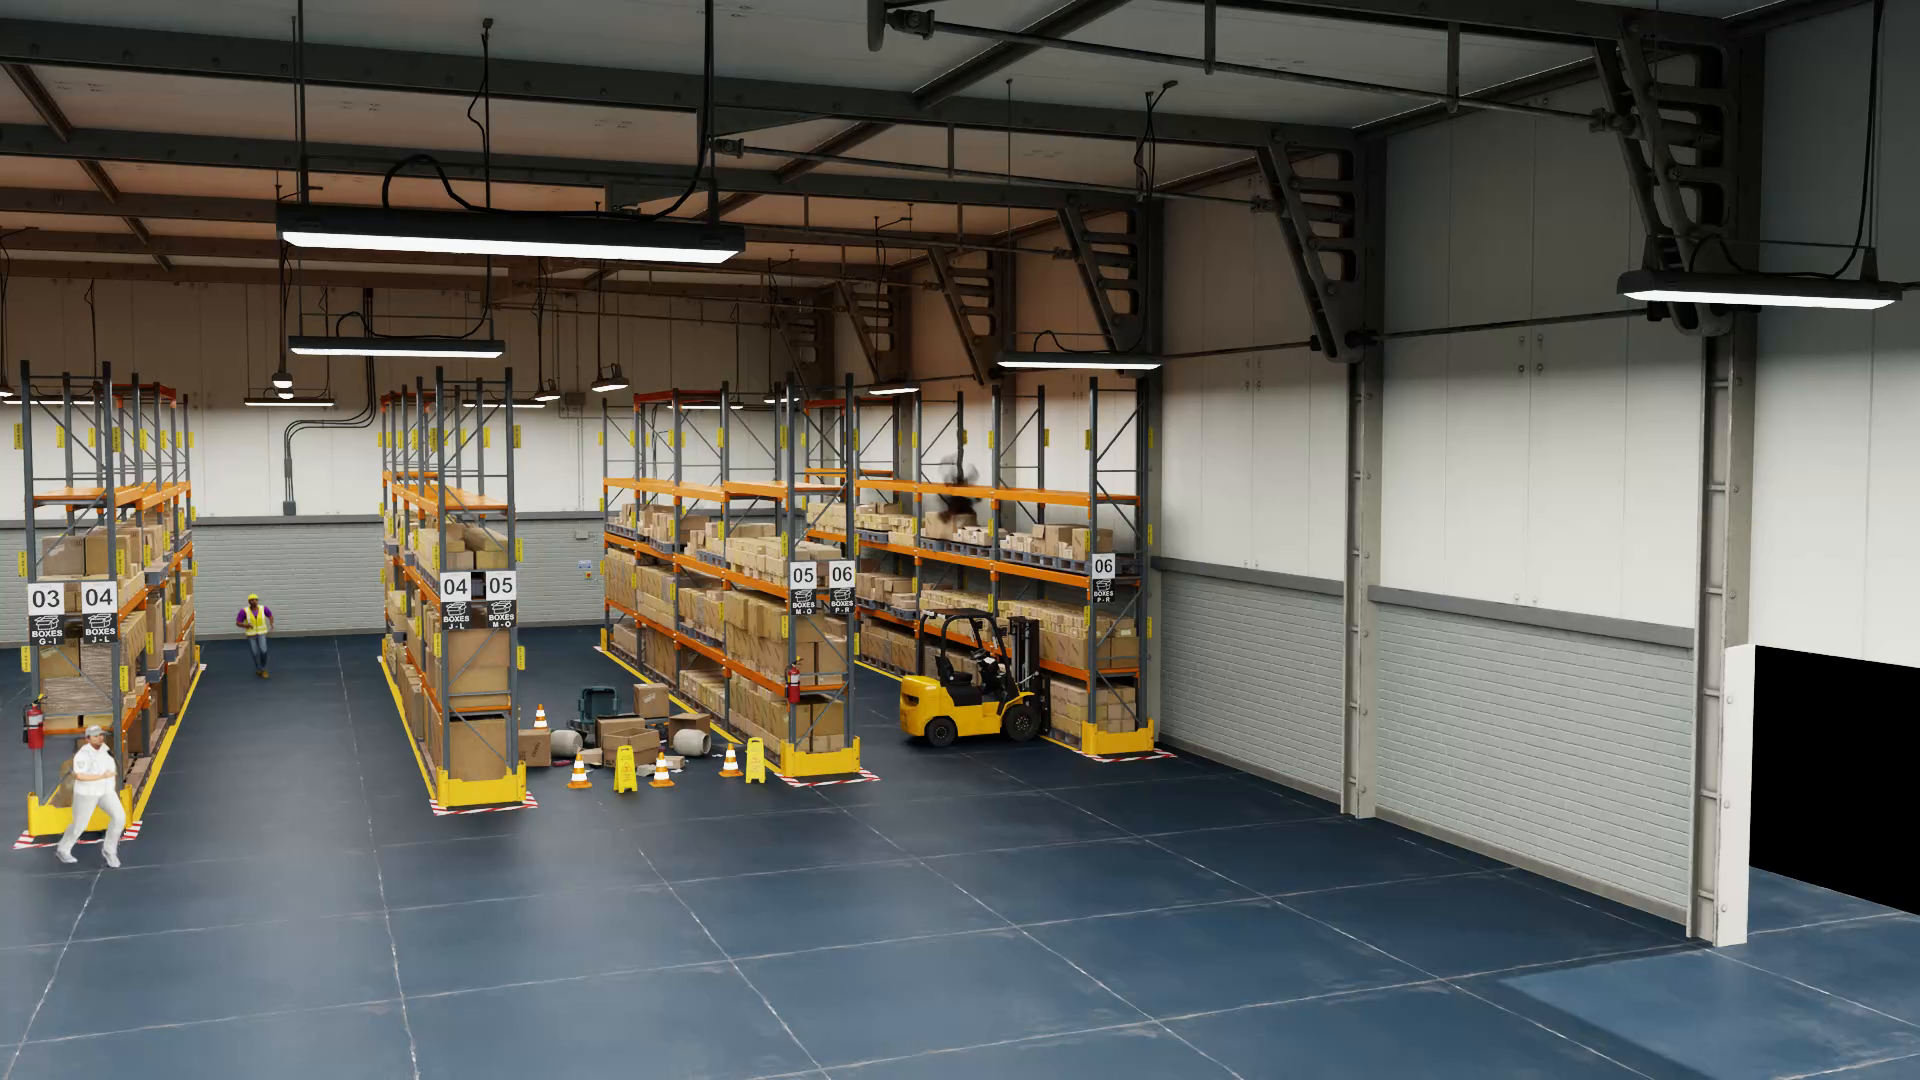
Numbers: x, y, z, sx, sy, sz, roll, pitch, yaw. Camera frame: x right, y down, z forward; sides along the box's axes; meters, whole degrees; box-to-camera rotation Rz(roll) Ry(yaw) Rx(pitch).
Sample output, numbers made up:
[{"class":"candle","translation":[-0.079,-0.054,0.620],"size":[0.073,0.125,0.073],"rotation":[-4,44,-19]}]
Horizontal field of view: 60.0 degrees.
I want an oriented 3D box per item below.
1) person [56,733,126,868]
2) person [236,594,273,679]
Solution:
[{"class":"person","translation":[-10.165,3.030,19.509],"size":[0.870,1.664,0.611],"rotation":[1,4,22]},{"class":"person","translation":[-14.833,2.033,34.998],"size":[0.731,1.817,0.632],"rotation":[-2,4,-26]}]
